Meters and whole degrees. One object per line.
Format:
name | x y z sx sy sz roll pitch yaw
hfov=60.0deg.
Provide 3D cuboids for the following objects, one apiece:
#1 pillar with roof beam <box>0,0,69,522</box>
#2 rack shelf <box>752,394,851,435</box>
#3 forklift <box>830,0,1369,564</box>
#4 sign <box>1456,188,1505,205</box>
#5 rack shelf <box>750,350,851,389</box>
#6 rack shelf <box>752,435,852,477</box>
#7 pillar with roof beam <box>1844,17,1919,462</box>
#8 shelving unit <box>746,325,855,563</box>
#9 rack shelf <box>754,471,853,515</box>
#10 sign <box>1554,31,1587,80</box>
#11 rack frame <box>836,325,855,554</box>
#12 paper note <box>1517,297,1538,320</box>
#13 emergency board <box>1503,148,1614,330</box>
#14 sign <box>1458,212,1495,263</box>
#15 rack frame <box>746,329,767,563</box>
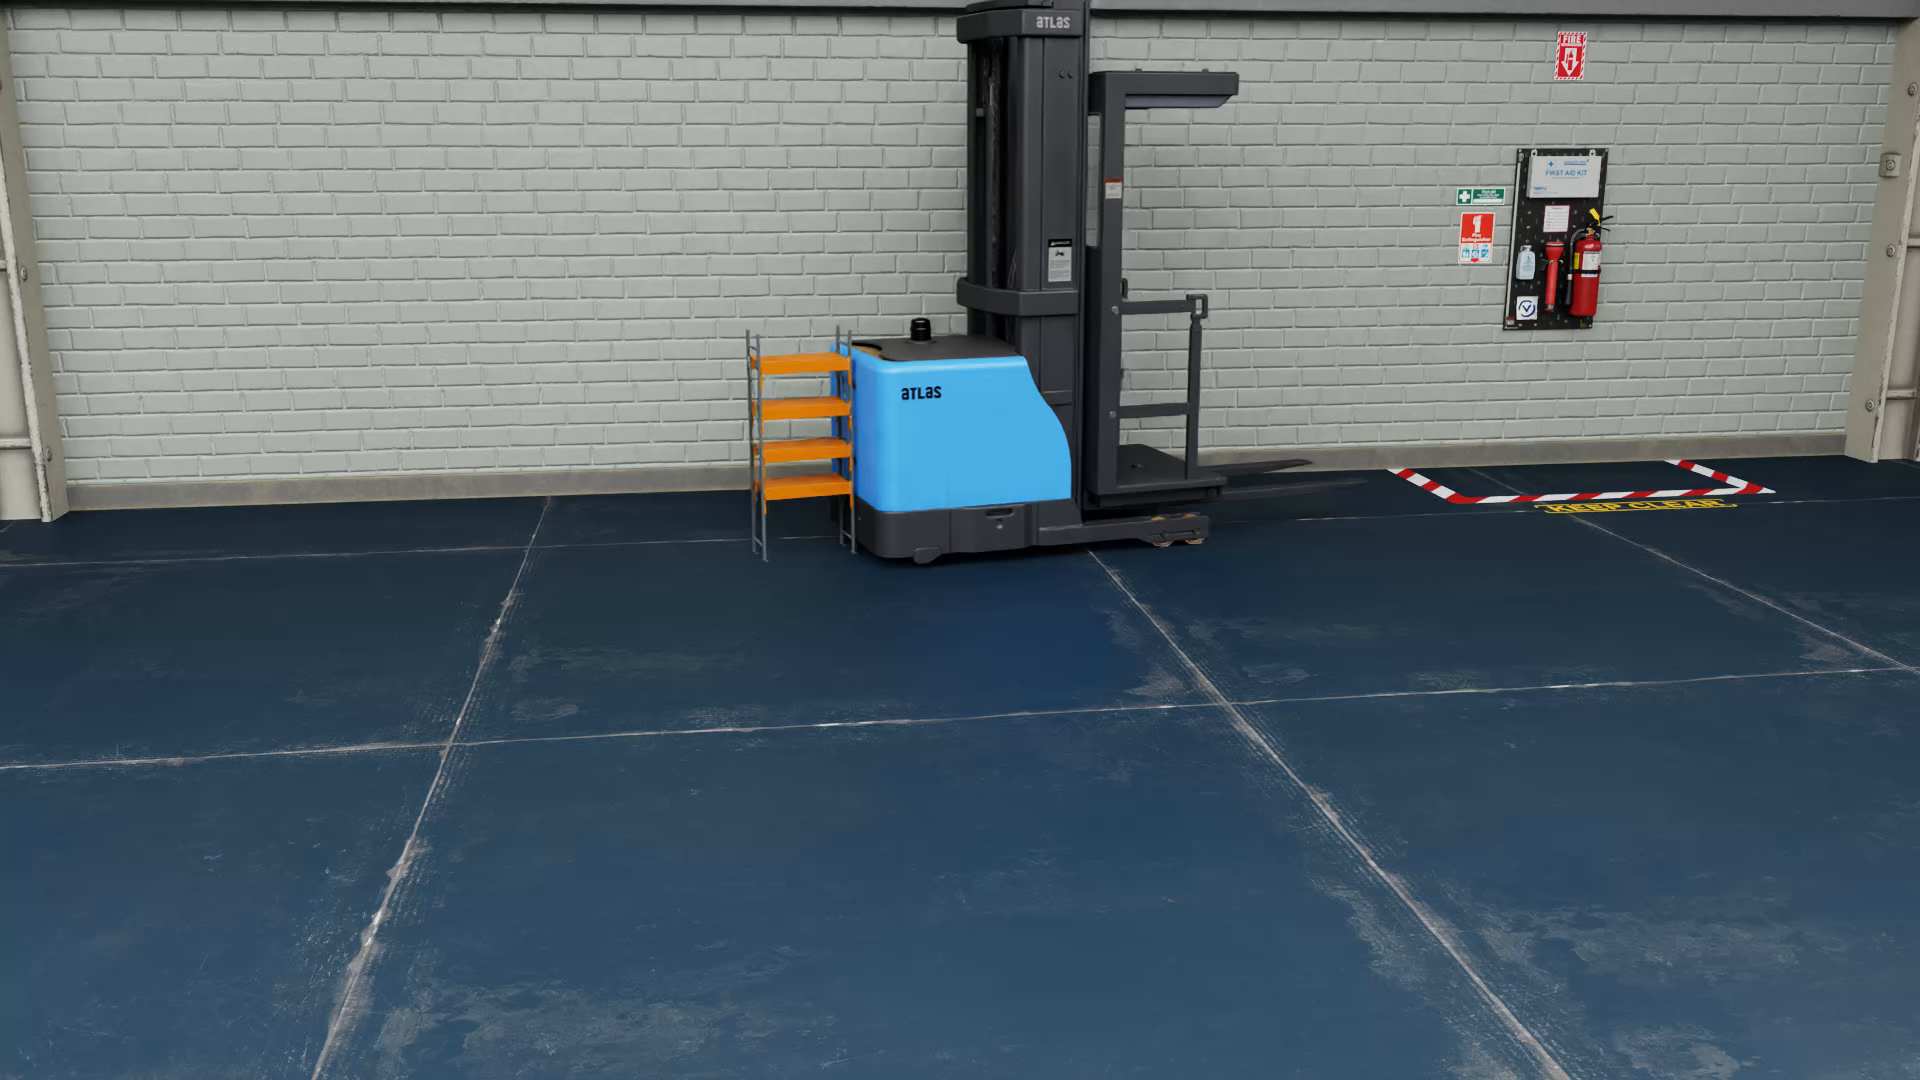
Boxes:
pillar with roof beam | -4.849 -3.467 4.546 0.400 9.000 9.100 -2 14 -8
rack shelf | -0.839 -0.662 8.754 0.480 0.148 0.258 -5 15 -20
forklift | 0.840 -1.496 9.160 3.031 2.935 1.130 -5 15 -19
sign | 3.370 -2.224 10.761 0.331 0.109 0.001 -2 14 -8
rack shelf | -0.839 -0.892 8.696 0.480 0.148 0.258 -5 15 -20
rack shelf | -0.839 -0.445 8.808 0.480 0.148 0.258 -5 15 -20
pillar with roof beam | 7.017 -3.902 6.280 0.400 9.000 9.100 -2 14 -8
shelving unit | -0.839 -0.511 8.792 0.503 1.200 0.258 -5 15 -20
rack shelf | -0.839 -0.253 8.856 0.480 0.148 0.258 -5 15 -20
sign | 3.904 -3.095 10.631 0.199 0.298 0.001 -2 14 -8
rack frame | -0.611 -0.532 8.876 0.015 1.200 0.240 -5 15 -20
paper note | 3.741 -1.530 10.966 0.142 0.148 0.016 -2 14 -8
emergency board | 3.927 -1.947 10.818 0.643 1.169 0.194 -2 14 -8
sign | 3.365 -1.969 10.833 0.234 0.329 0.001 -2 14 -8
rack frame | -1.067 -0.490 8.707 0.015 1.200 0.240 -5 15 -20
